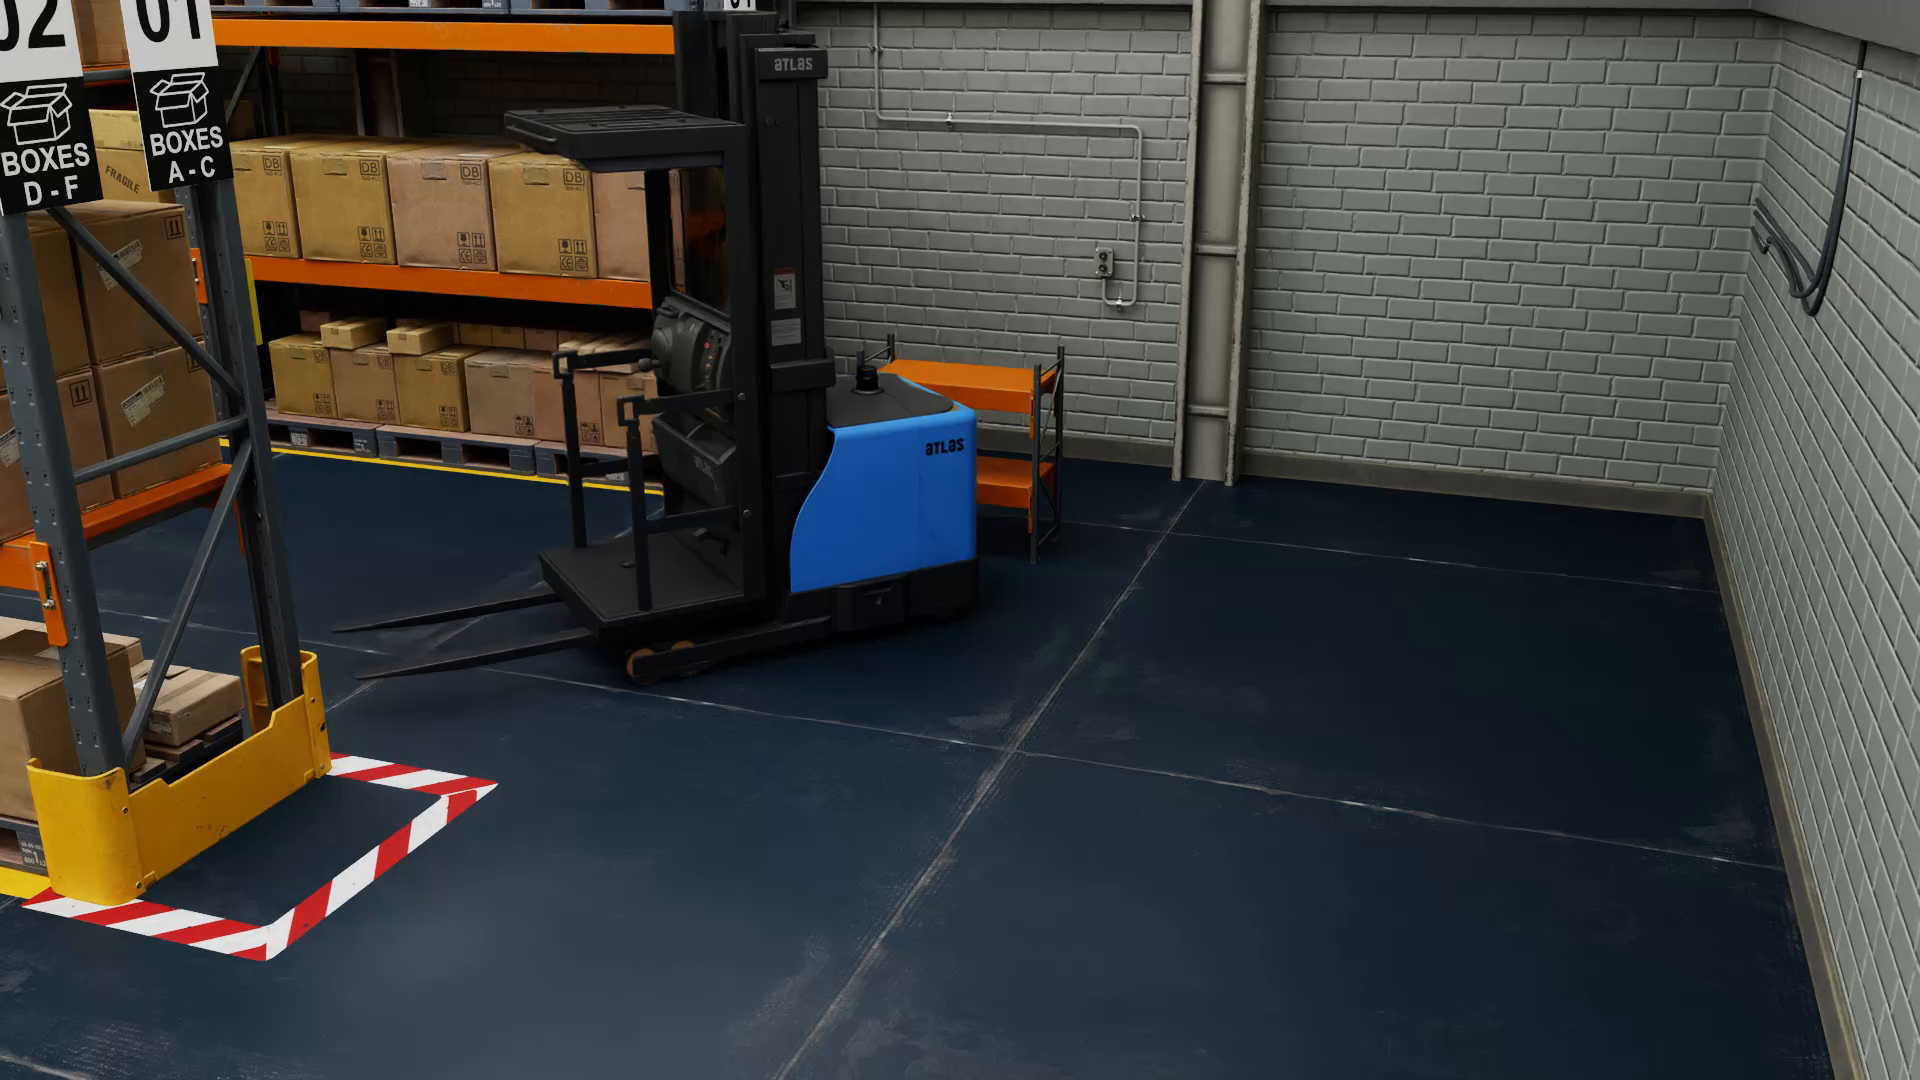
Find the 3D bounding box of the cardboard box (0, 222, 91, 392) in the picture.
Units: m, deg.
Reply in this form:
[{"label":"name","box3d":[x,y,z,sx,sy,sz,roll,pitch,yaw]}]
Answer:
[{"label":"cardboard box","box3d":[-3.369,-0.792,5.620,0.500,0.500,0.500,6,20,18]}]

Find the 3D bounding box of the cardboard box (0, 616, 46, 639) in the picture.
[{"label":"cardboard box","box3d":[-4.223,0.526,7.020,0.500,0.250,0.500,7,20,18]}]

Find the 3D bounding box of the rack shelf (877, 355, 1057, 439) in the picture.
[{"label":"rack shelf","box3d":[0.006,-0.807,9.293,1.000,0.278,0.538,7,20,18]}]

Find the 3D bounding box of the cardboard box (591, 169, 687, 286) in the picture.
[{"label":"cardboard box","box3d":[-1.721,-2.044,10.428,0.700,0.700,0.980,7,21,21]}]

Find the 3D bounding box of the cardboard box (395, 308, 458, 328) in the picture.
[{"label":"cardboard box","box3d":[-3.666,-1.487,11.460,0.250,0.149,0.380,6,20,16]}]

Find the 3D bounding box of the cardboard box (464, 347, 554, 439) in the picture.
[{"label":"cardboard box","box3d":[-2.878,-1.021,11.109,0.500,0.500,0.700,6,20,16]}]

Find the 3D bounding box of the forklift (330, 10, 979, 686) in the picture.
[{"label":"forklift","box3d":[-1.443,-0.912,7.739,3.031,2.935,1.130,-10,22,-27]}]

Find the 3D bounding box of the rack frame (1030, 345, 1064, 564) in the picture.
[{"label":"rack frame","box3d":[0.487,-0.476,9.231,0.032,1.125,0.500,7,20,18]}]

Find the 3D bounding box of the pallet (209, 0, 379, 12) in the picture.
[{"label":"pallet","box3d":[-4.245,-3.566,10.826,1.213,0.211,1.003,7,20,18]}]

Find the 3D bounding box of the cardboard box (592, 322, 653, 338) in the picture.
[{"label":"cardboard box","box3d":[-2.225,-1.323,10.988,0.250,0.149,0.380,7,20,18]}]

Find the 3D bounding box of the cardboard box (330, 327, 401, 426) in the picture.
[{"label":"cardboard box","box3d":[-3.868,-1.133,11.429,0.500,0.500,0.700,6,20,18]}]

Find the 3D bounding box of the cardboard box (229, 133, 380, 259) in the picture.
[{"label":"cardboard box","box3d":[-4.507,-2.361,11.336,0.700,0.700,0.980,7,20,19]}]

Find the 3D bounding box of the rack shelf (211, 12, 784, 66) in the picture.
[{"label":"rack shelf","box3d":[-3.125,-3.144,10.573,4.000,0.370,1.077,7,20,18]}]

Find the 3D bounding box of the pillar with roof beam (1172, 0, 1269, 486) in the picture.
[{"label":"pillar with roof beam","box3d":[0.186,-3.322,5.436,0.400,9.000,9.100,7,20,18]}]

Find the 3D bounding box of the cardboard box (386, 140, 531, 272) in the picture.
[{"label":"cardboard box","box3d":[-3.129,-2.205,10.888,0.700,0.700,0.980,6,20,15]}]

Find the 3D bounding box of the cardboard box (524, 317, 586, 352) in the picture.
[{"label":"cardboard box","box3d":[-2.702,-1.377,11.144,0.250,0.149,0.380,7,20,19]}]

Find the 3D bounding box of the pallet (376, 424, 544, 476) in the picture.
[{"label":"pallet","box3d":[-3.165,-0.728,11.345,1.213,0.211,1.003,7,20,18]}]

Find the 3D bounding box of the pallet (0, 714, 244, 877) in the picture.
[{"label":"pallet","box3d":[-3.683,0.913,6.638,1.213,0.211,1.003,7,20,18]}]

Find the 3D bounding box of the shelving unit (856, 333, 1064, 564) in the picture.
[{"label":"shelving unit","box3d":[0.006,-0.530,9.389,1.048,1.125,0.538,7,20,18]}]

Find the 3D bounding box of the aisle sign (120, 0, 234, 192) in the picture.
[{"label":"aisle sign","box3d":[-2.697,-1.622,5.722,0.004,0.787,0.394,7,20,18]}]

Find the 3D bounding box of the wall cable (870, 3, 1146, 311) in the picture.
[{"label":"wall cable","box3d":[0.284,-2.486,10.608,1.851,1.984,0.084,7,20,18]}]

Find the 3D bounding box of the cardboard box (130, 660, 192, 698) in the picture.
[{"label":"cardboard box","box3d":[-3.377,0.641,6.817,0.250,0.166,0.380,7,20,18]}]

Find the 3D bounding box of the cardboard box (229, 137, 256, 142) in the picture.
[{"label":"cardboard box","box3d":[-5.366,-2.608,11.867,0.500,0.500,0.500,6,20,16]}]

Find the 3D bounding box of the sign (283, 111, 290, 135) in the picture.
[{"label":"sign","box3d":[-4.834,-2.902,11.908,0.005,0.325,0.100,7,20,18]}]

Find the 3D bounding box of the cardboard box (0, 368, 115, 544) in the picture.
[{"label":"cardboard box","box3d":[-3.370,-0.321,5.788,0.500,0.500,0.500,7,20,20]}]

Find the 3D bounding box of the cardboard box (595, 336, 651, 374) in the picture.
[{"label":"cardboard box","box3d":[-2.111,-1.177,10.569,0.250,0.149,0.380,6,20,17]}]

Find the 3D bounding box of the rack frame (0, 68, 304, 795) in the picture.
[{"label":"rack frame","box3d":[-2.858,-0.310,5.909,0.127,3.000,1.000,7,20,18]}]

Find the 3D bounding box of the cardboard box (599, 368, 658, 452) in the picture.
[{"label":"cardboard box","box3d":[-1.930,-0.913,10.799,0.500,0.500,0.700,7,20,18]}]

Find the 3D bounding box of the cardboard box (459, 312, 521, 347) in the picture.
[{"label":"cardboard box","box3d":[-3.183,-1.432,11.302,0.250,0.149,0.380,6,20,17]}]

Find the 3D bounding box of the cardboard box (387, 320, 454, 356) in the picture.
[{"label":"cardboard box","box3d":[-3.585,-1.344,11.050,0.250,0.149,0.380,6,20,17]}]

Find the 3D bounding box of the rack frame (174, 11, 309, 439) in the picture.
[{"label":"rack frame","box3d":[-5.014,-2.283,11.568,0.127,3.000,1.000,7,20,18]}]

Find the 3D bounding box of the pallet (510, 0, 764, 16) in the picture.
[{"label":"pallet","box3d":[-1.940,-3.302,10.070,1.213,0.211,1.003,7,20,18]}]

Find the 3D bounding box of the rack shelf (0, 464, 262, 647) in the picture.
[{"label":"rack shelf","box3d":[-4.747,-0.187,6.647,4.000,0.370,1.077,7,20,18]}]

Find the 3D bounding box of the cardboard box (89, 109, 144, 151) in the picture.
[{"label":"cardboard box","box3d":[-5.539,-2.805,11.293,0.500,0.250,0.500,7,20,19]}]

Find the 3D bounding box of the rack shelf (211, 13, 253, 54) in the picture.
[{"label":"rack shelf","box3d":[-6.904,-3.576,11.813,4.000,0.370,1.077,7,20,18]}]
